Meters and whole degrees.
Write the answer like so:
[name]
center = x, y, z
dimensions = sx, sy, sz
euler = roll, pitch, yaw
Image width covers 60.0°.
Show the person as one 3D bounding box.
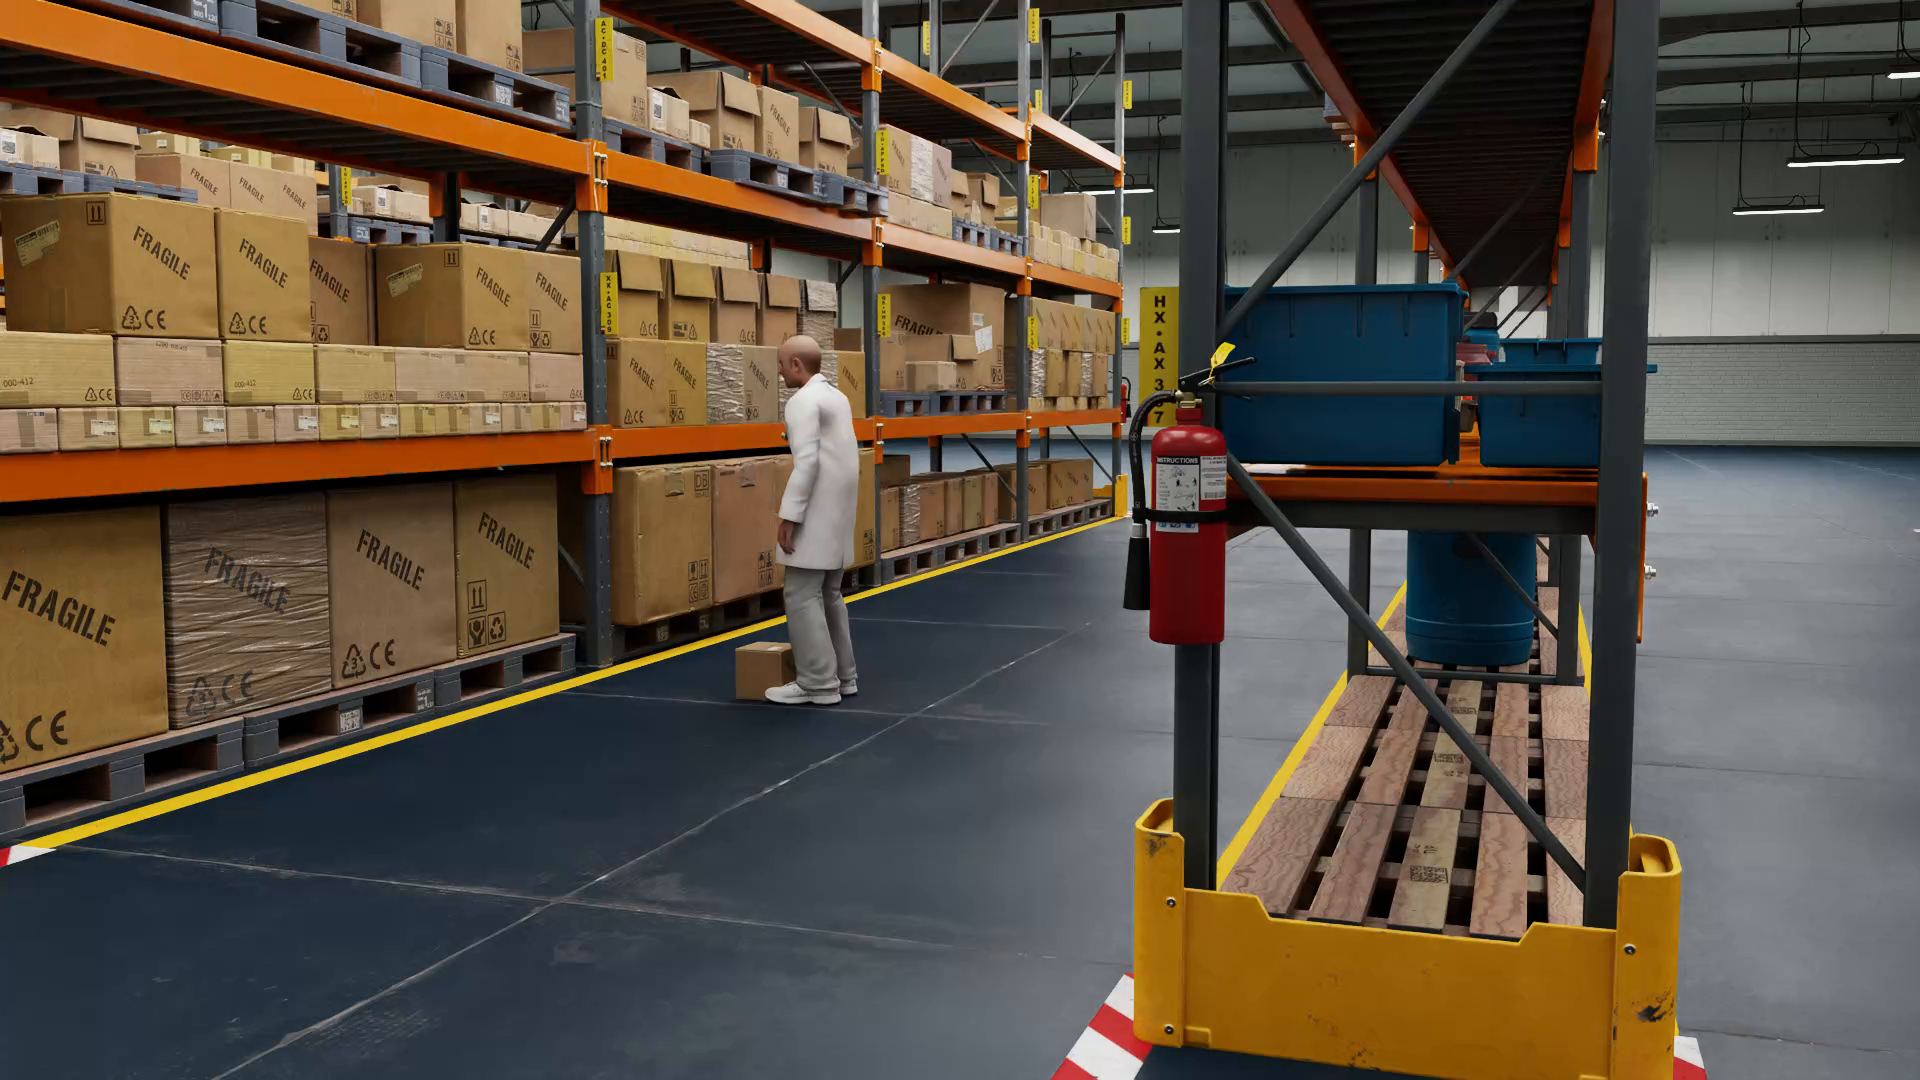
[person]
center = -0.706, -0.102, 8.083
dimensions = 0.415, 1.774, 0.653
euler = 2, 5, 17
